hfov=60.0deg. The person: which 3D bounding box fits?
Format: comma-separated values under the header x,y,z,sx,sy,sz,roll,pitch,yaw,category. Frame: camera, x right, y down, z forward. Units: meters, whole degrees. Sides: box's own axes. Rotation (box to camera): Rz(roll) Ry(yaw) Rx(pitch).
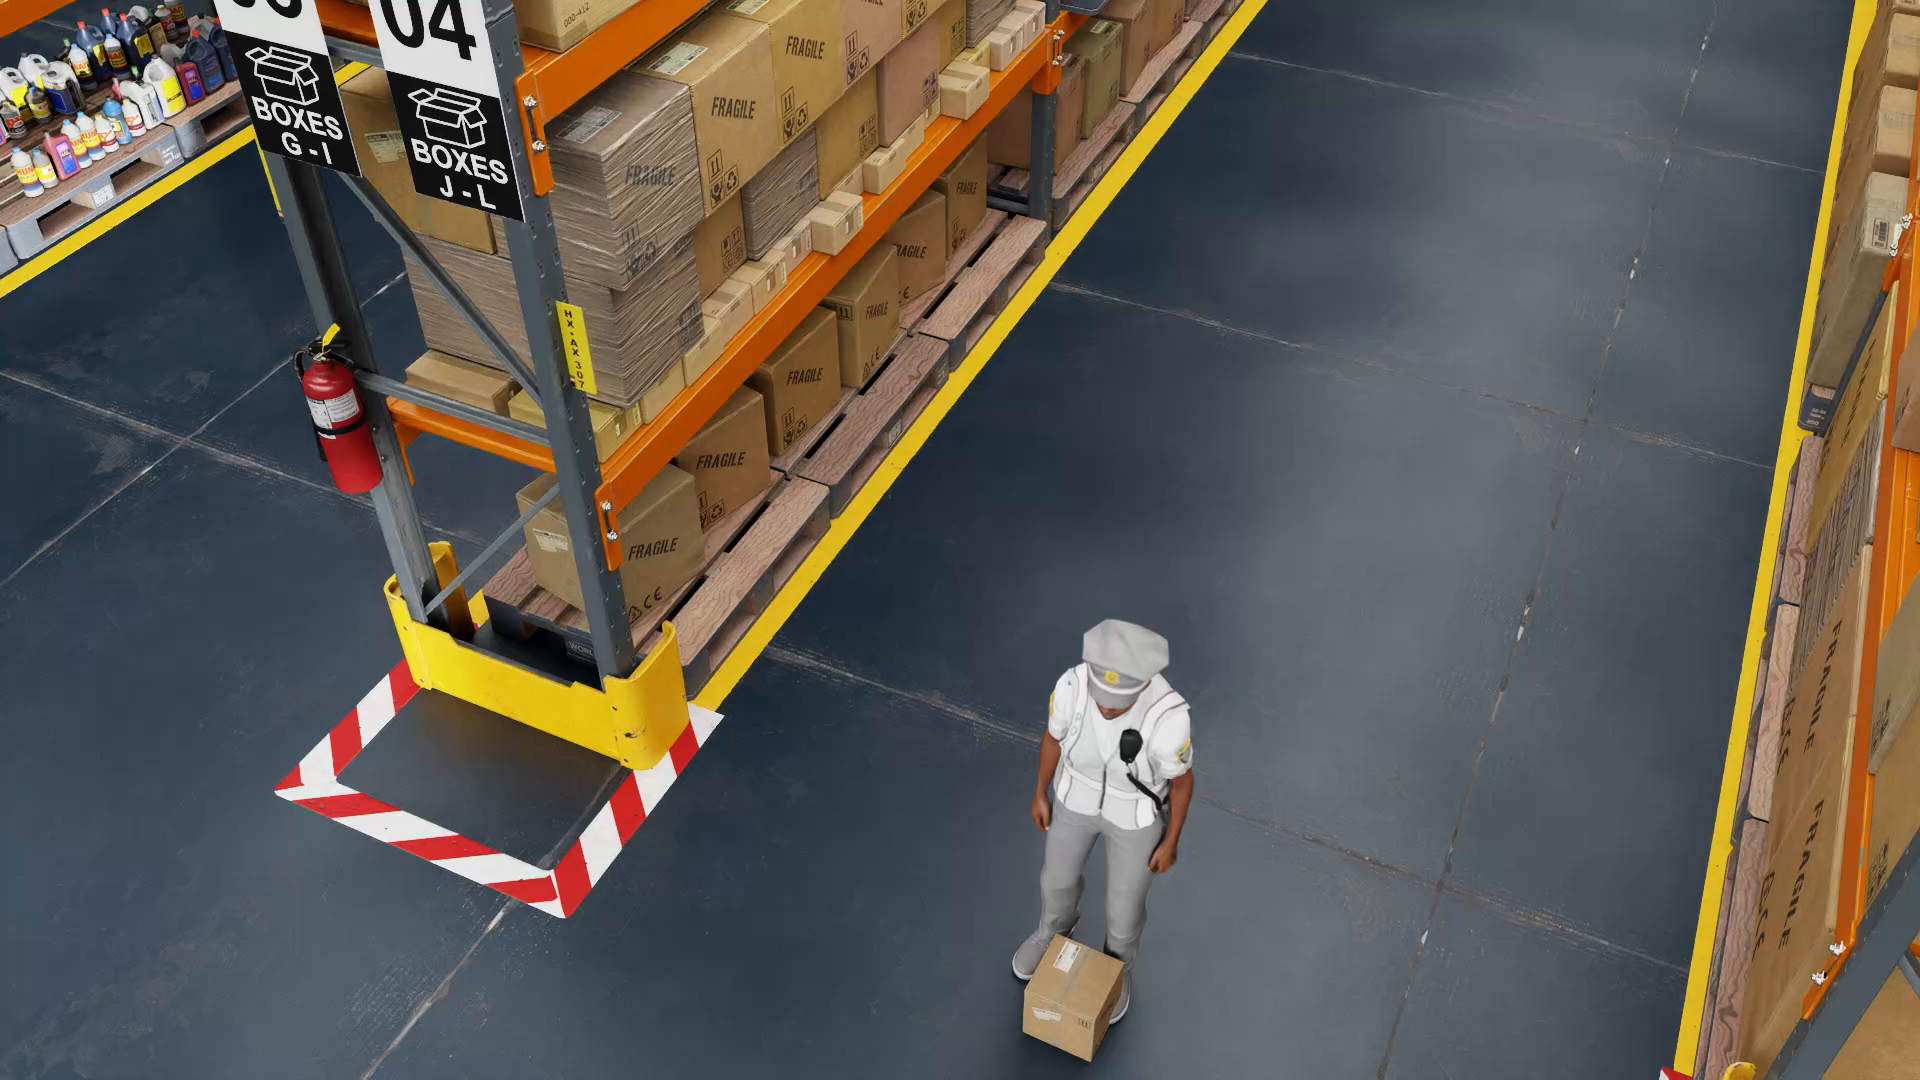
x,y,z,sx,sy,sz,roll,pitch,yaw,category
0.457,0.860,5.213,0.505,1.660,0.415,18,45,19,person
